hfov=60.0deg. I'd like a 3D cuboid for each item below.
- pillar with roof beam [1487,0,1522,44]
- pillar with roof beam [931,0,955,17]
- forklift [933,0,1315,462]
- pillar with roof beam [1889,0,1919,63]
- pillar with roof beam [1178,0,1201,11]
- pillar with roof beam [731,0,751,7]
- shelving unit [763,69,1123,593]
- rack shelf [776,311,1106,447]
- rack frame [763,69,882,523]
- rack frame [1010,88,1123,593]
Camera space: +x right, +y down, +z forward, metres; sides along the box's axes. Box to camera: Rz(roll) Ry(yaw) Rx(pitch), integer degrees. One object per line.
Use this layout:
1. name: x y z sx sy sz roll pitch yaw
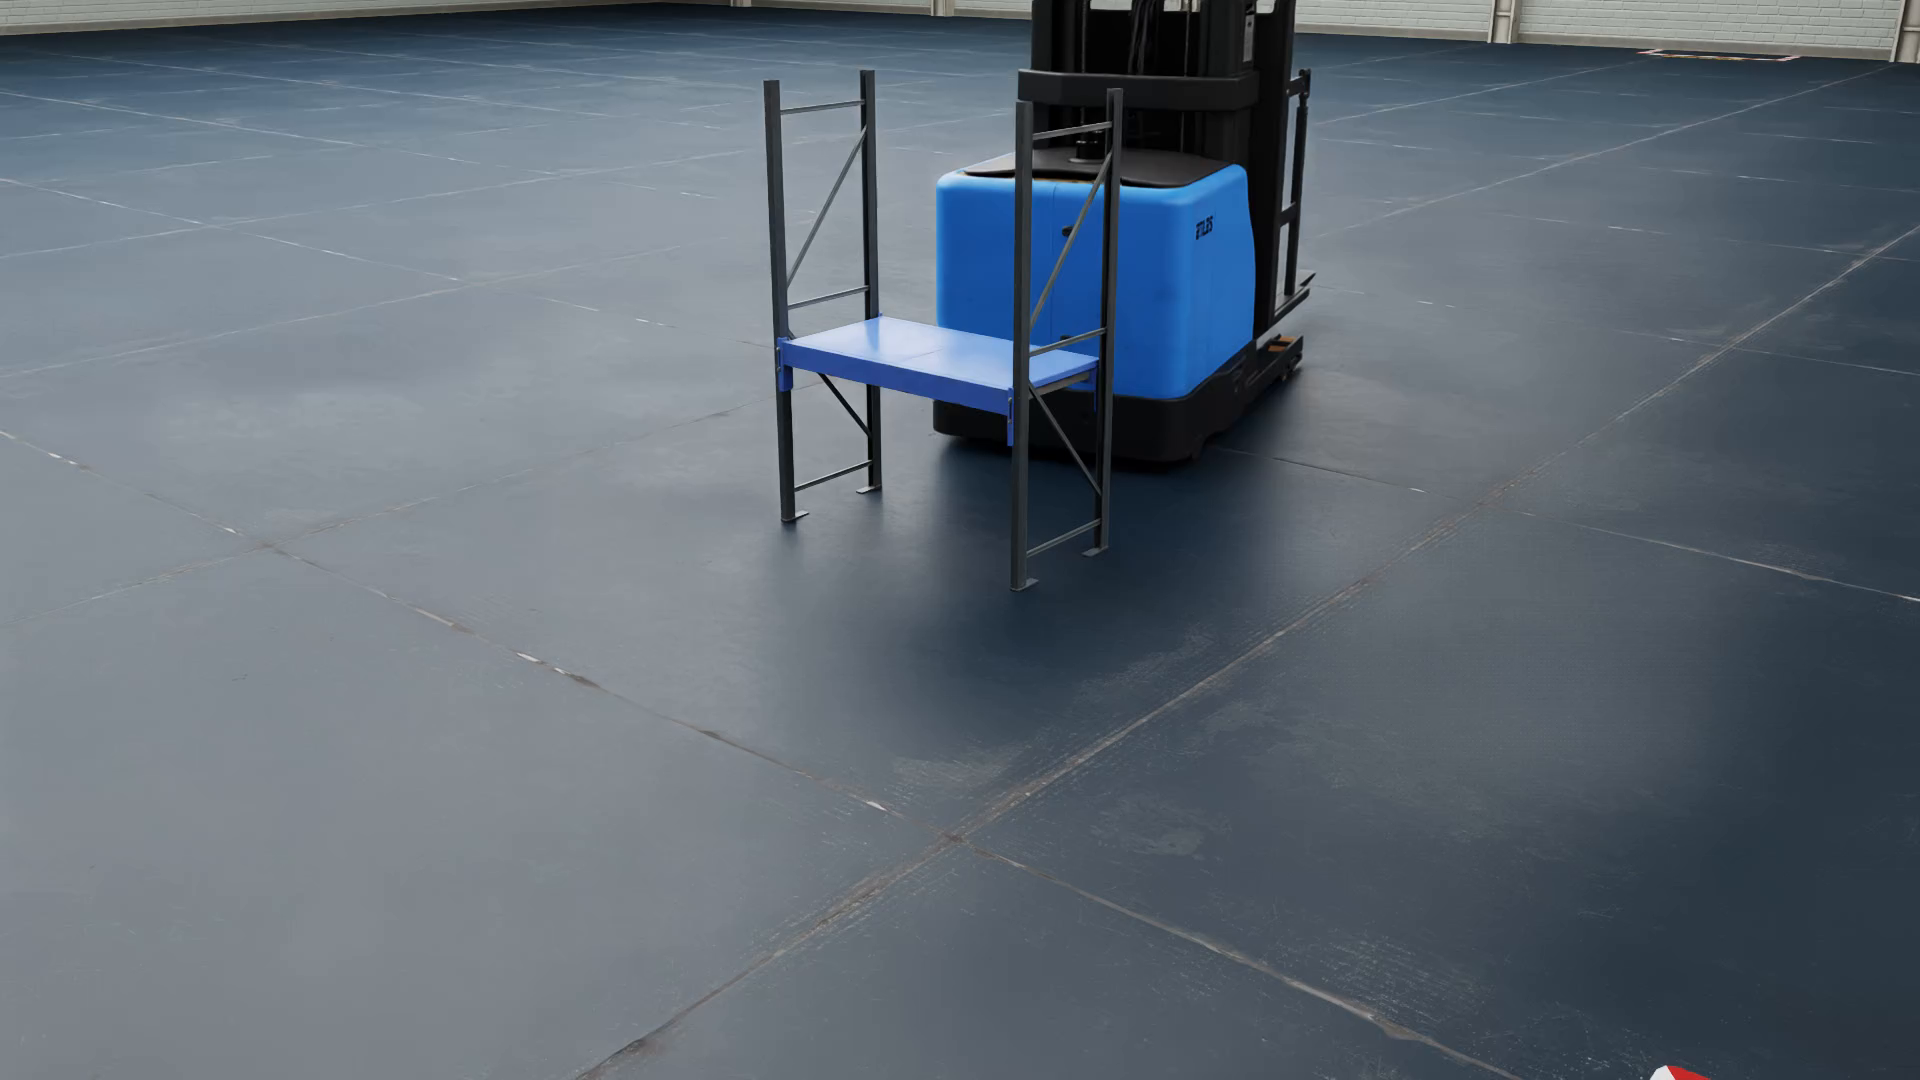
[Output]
1. pillar with roof beam: 6.222 -11.235 22.708 0.400 9.000 9.100 16 26 36
2. pillar with roof beam: -3.074 -13.912 29.808 0.400 9.000 9.100 16 26 36
3. forklift: 0.954 -2.147 7.209 1.130 2.935 3.031 9 22 22
4. pillar with roof beam: 10.871 -9.896 19.158 0.400 9.000 9.100 16 26 36
5. pillar with roof beam: 1.574 -12.574 26.258 0.400 9.000 9.100 16 26 36
6. pillar with roof beam: -7.723 -15.251 33.357 0.400 9.000 9.100 16 26 36
7. shelving unit: -0.066 -0.721 5.454 1.048 1.500 0.538 16 26 36
8. rack shelf: -0.066 -0.552 5.517 1.000 0.185 0.538 16 26 36
9. rack frame: -0.460 -0.834 5.755 0.032 1.500 0.500 16 26 36
10. rack frame: 0.328 -0.607 5.153 0.032 1.500 0.500 16 26 36
